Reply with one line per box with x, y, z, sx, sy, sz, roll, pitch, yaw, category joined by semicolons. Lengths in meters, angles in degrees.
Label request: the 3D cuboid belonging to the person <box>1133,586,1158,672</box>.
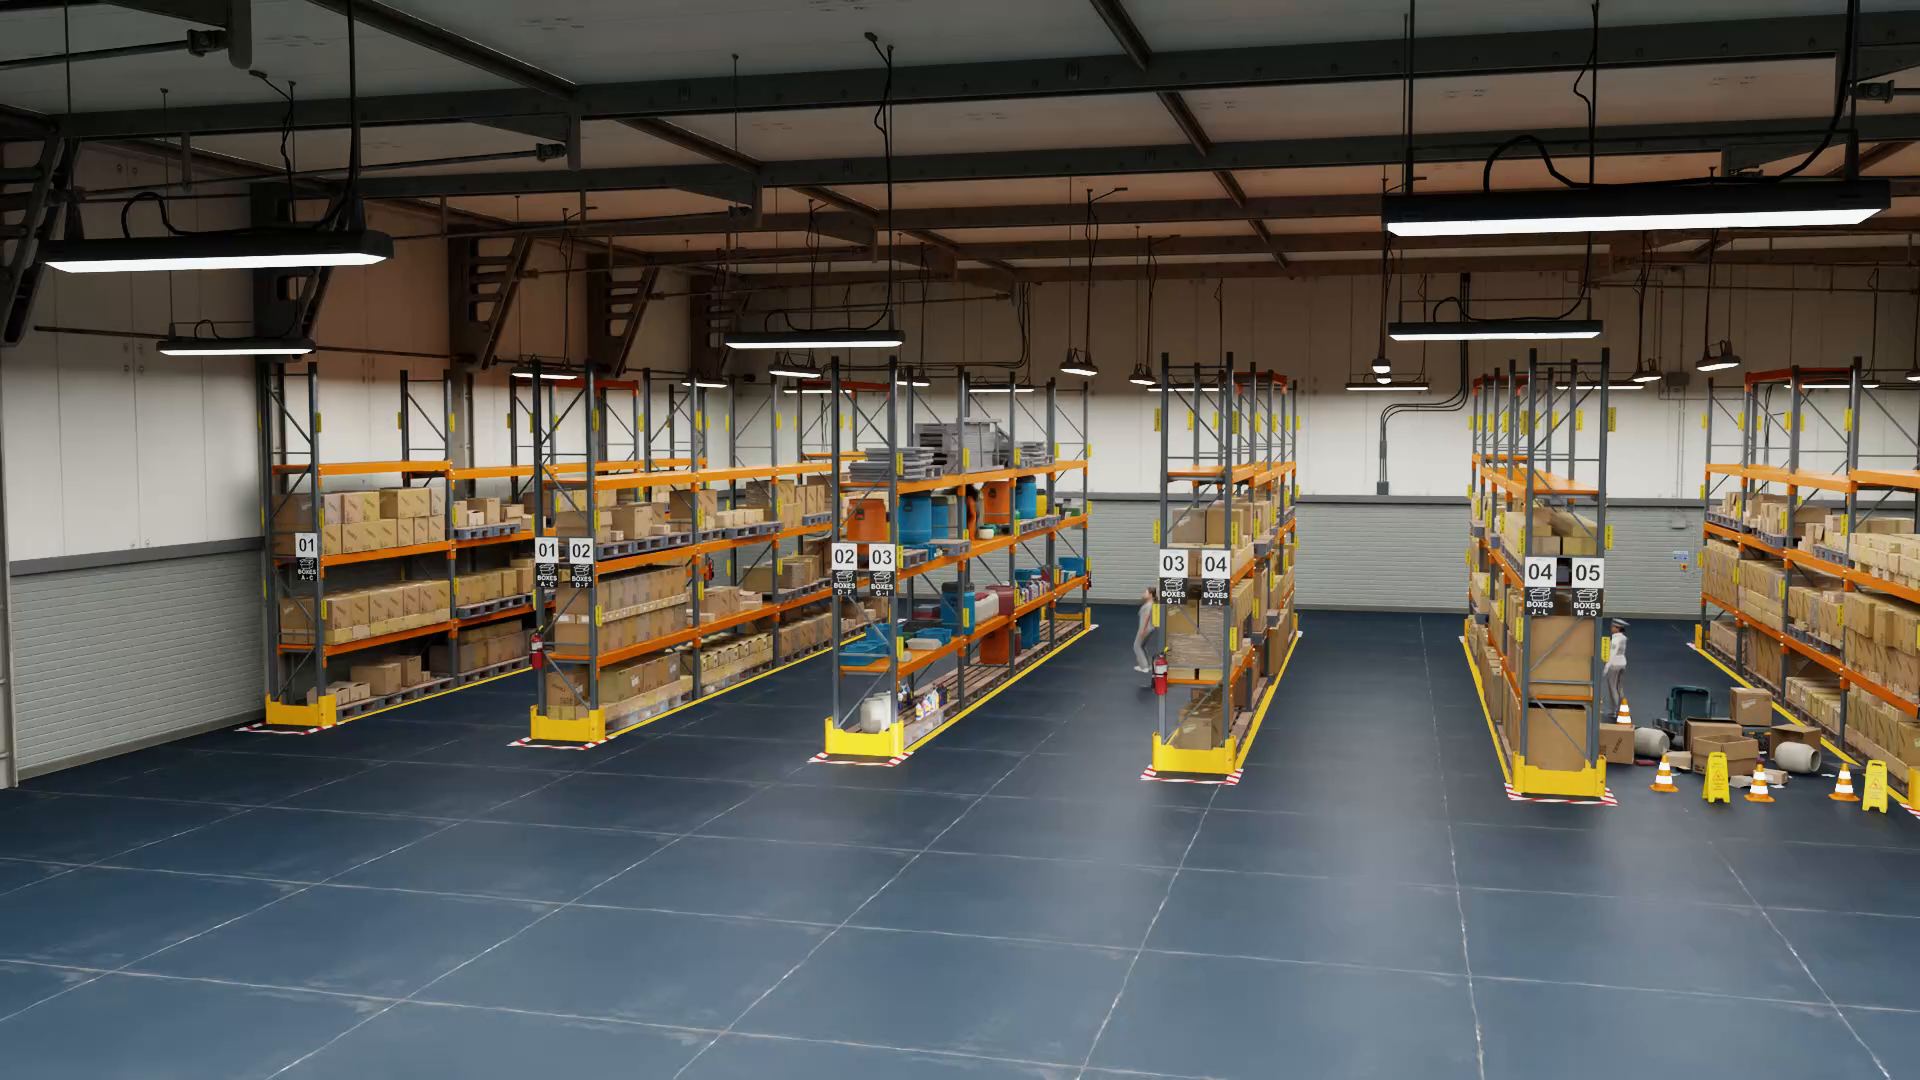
3.479;1.712;31.529;0.479;1.583;0.495;2;4;23;person

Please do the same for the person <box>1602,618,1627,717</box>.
11.150;2.169;28.398;0.555;1.689;0.460;-3;5;-34;person

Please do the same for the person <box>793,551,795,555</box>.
-4.183;1.098;43.459;0.465;1.697;0.477;1;4;19;person
